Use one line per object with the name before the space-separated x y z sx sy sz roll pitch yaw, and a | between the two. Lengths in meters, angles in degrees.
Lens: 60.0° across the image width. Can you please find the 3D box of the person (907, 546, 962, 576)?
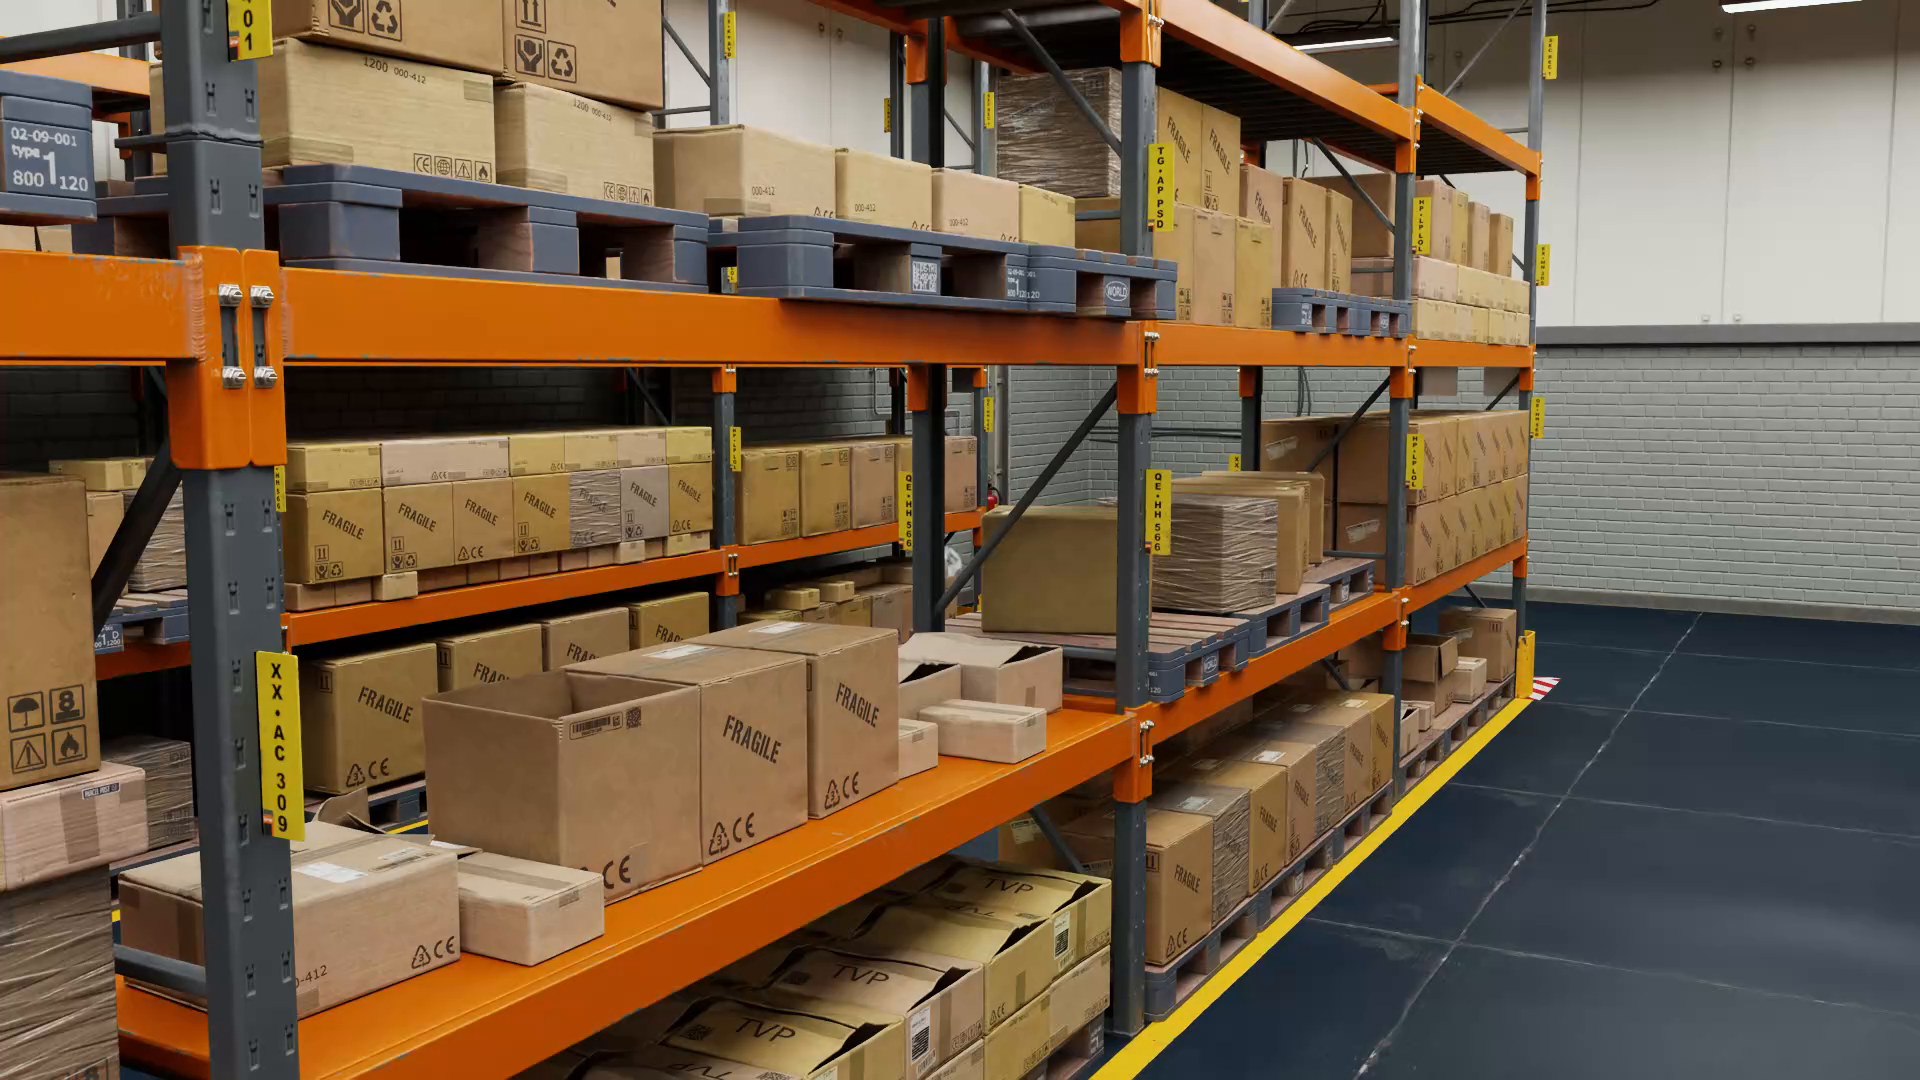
person | -0.317 0.449 17.658 0.529 0.805 0.956 3 7 28
